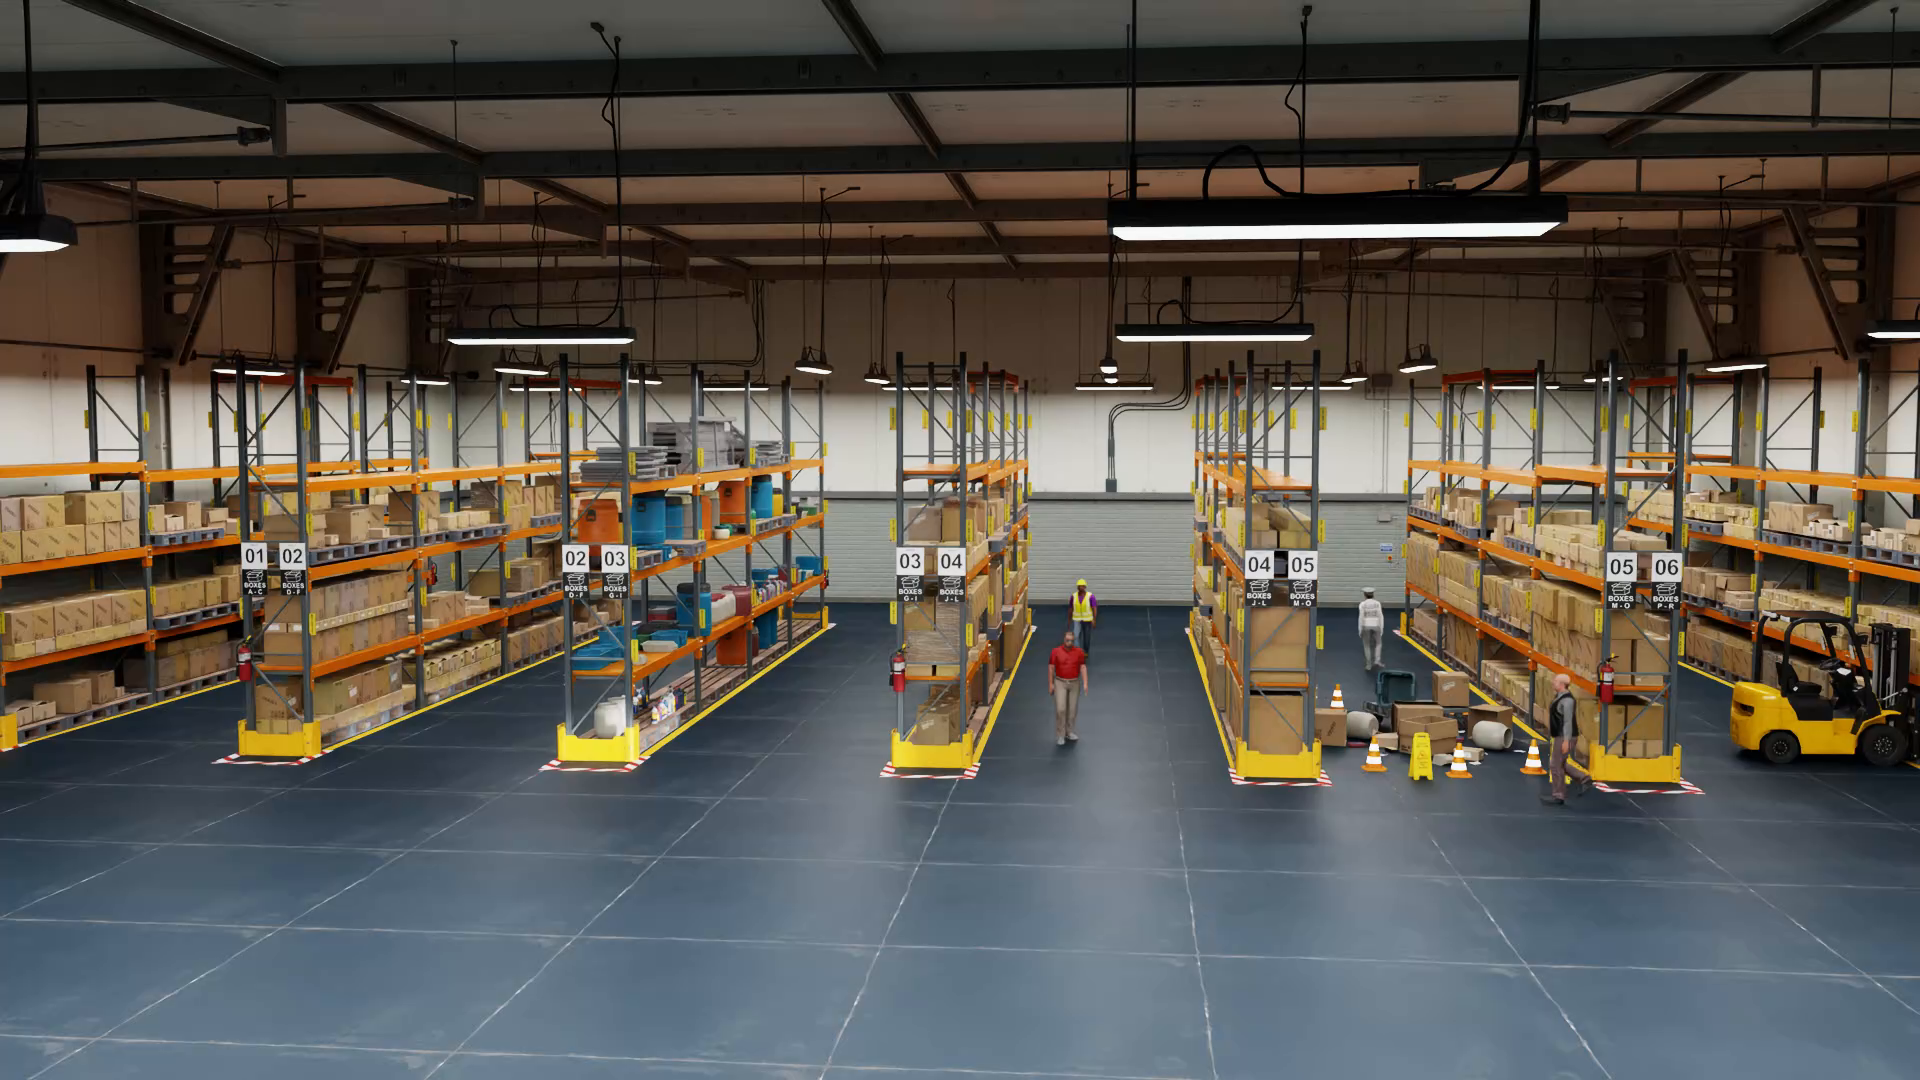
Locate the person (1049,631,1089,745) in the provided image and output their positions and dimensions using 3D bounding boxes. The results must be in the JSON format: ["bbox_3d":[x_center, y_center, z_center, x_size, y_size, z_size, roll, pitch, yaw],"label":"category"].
[{"bbox_3d":[1.689,2.320,25.998,0.590,1.804,0.501,-1,4,-13],"label":"person"}]

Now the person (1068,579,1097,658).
[{"bbox_3d":[2.538,1.675,34.609,0.626,1.708,1.085,1,4,8],"label":"person"}]

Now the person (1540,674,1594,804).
[{"bbox_3d":[7.966,2.594,21.761,0.684,1.709,0.549,1,4,14],"label":"person"}]

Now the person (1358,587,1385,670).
[{"bbox_3d":[8.283,1.792,33.449,0.525,1.675,0.483,0,4,5],"label":"person"}]
